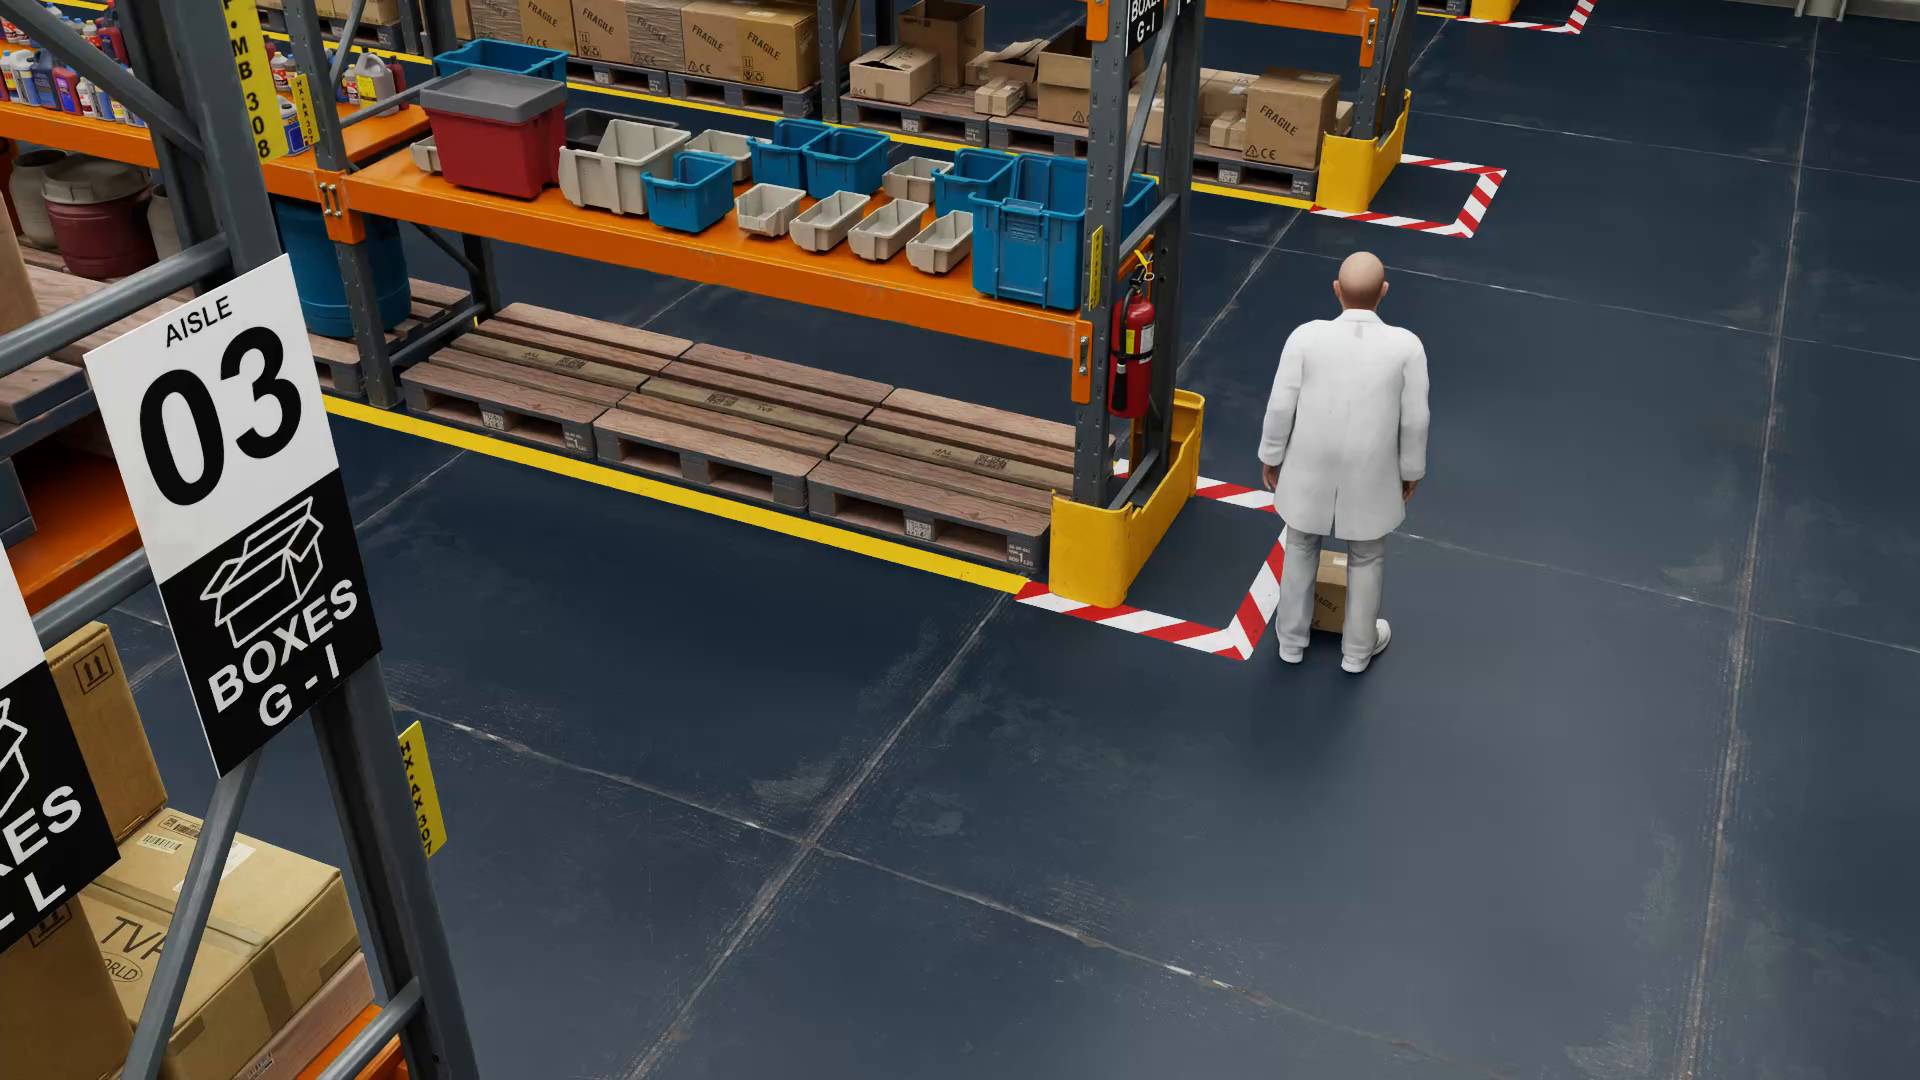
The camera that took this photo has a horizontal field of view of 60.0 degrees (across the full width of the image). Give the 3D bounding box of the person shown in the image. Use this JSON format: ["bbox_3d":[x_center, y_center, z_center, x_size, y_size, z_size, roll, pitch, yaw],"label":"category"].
[{"bbox_3d":[1.507,-0.289,6.596,0.652,1.773,0.426,9,34,13],"label":"person"}]
